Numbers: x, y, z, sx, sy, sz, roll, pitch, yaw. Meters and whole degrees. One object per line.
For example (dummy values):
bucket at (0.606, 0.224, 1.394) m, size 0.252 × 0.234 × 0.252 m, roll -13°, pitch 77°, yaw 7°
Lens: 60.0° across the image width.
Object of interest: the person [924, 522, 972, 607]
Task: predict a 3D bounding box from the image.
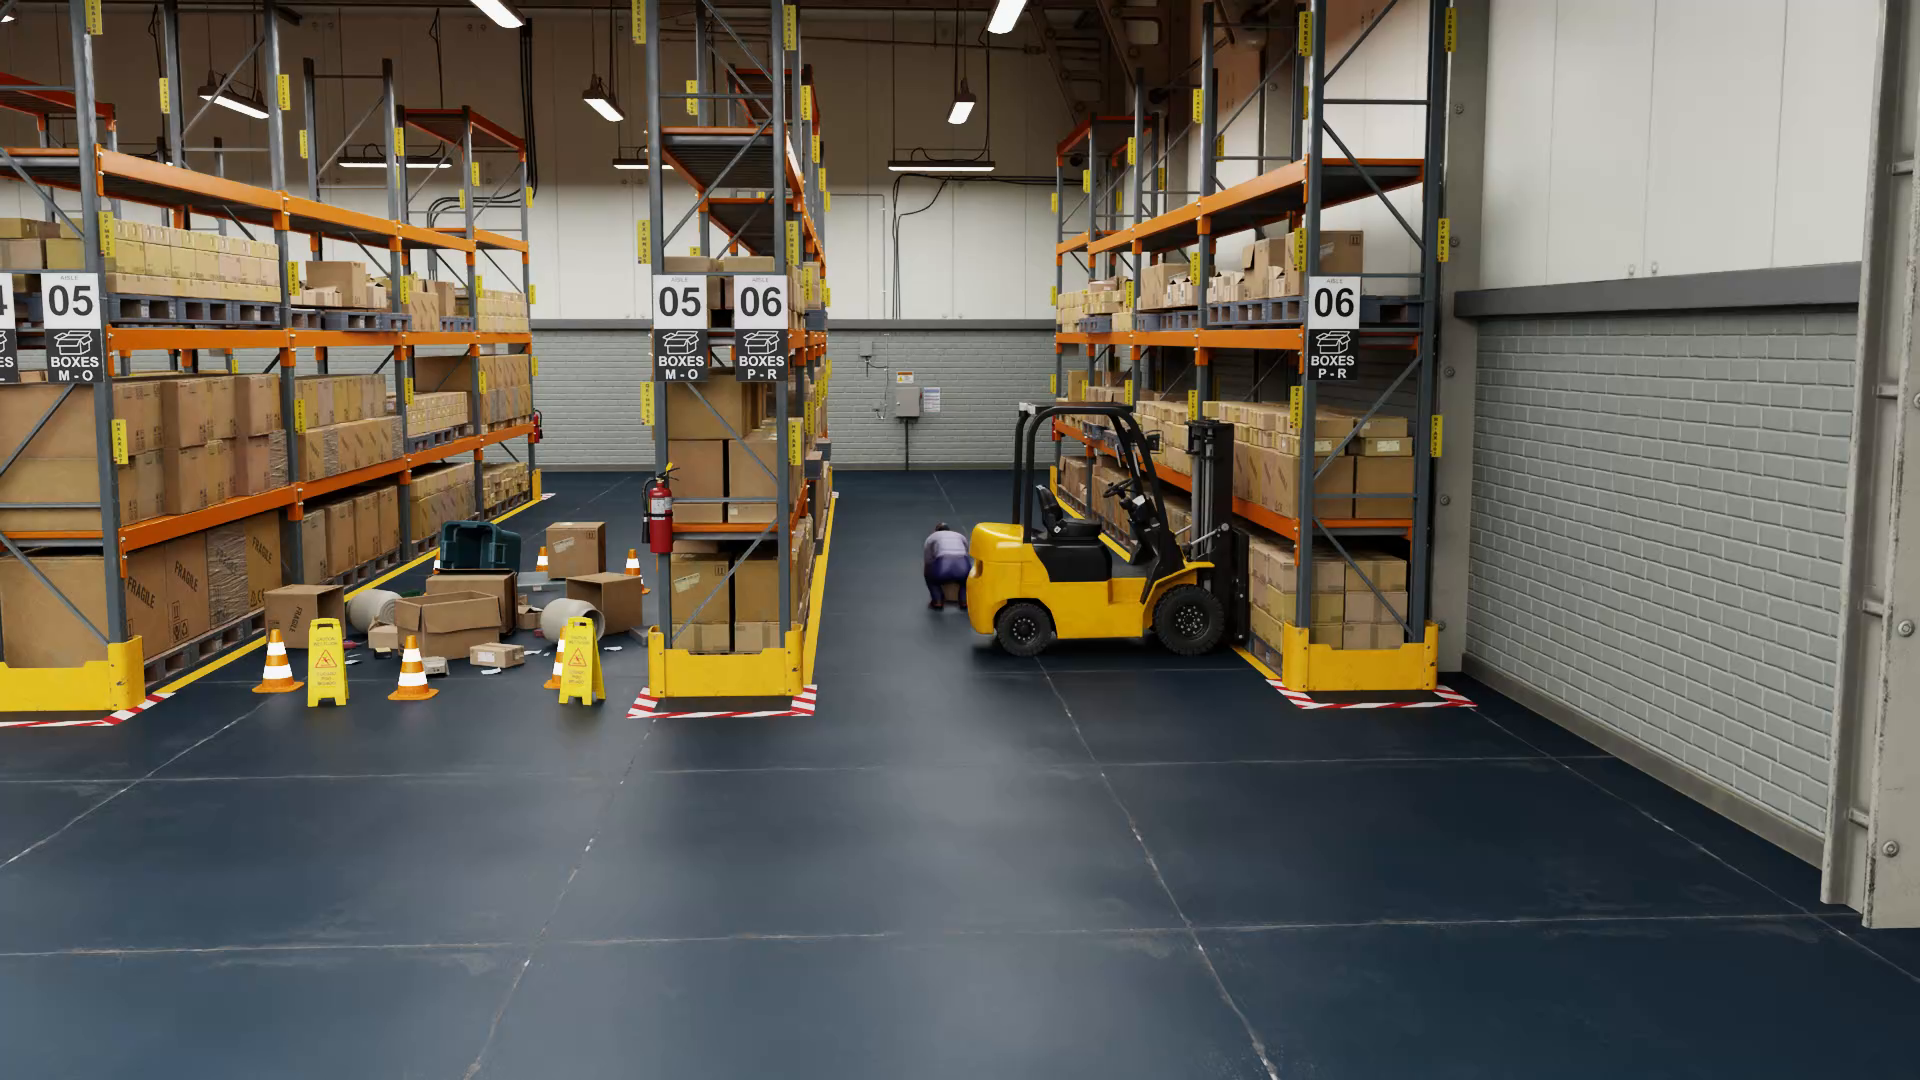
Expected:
person at (-0.109, 0.262, 17.124) m, size 0.527 × 0.822 × 0.821 m, roll 0°, pitch 7°, yaw -4°
